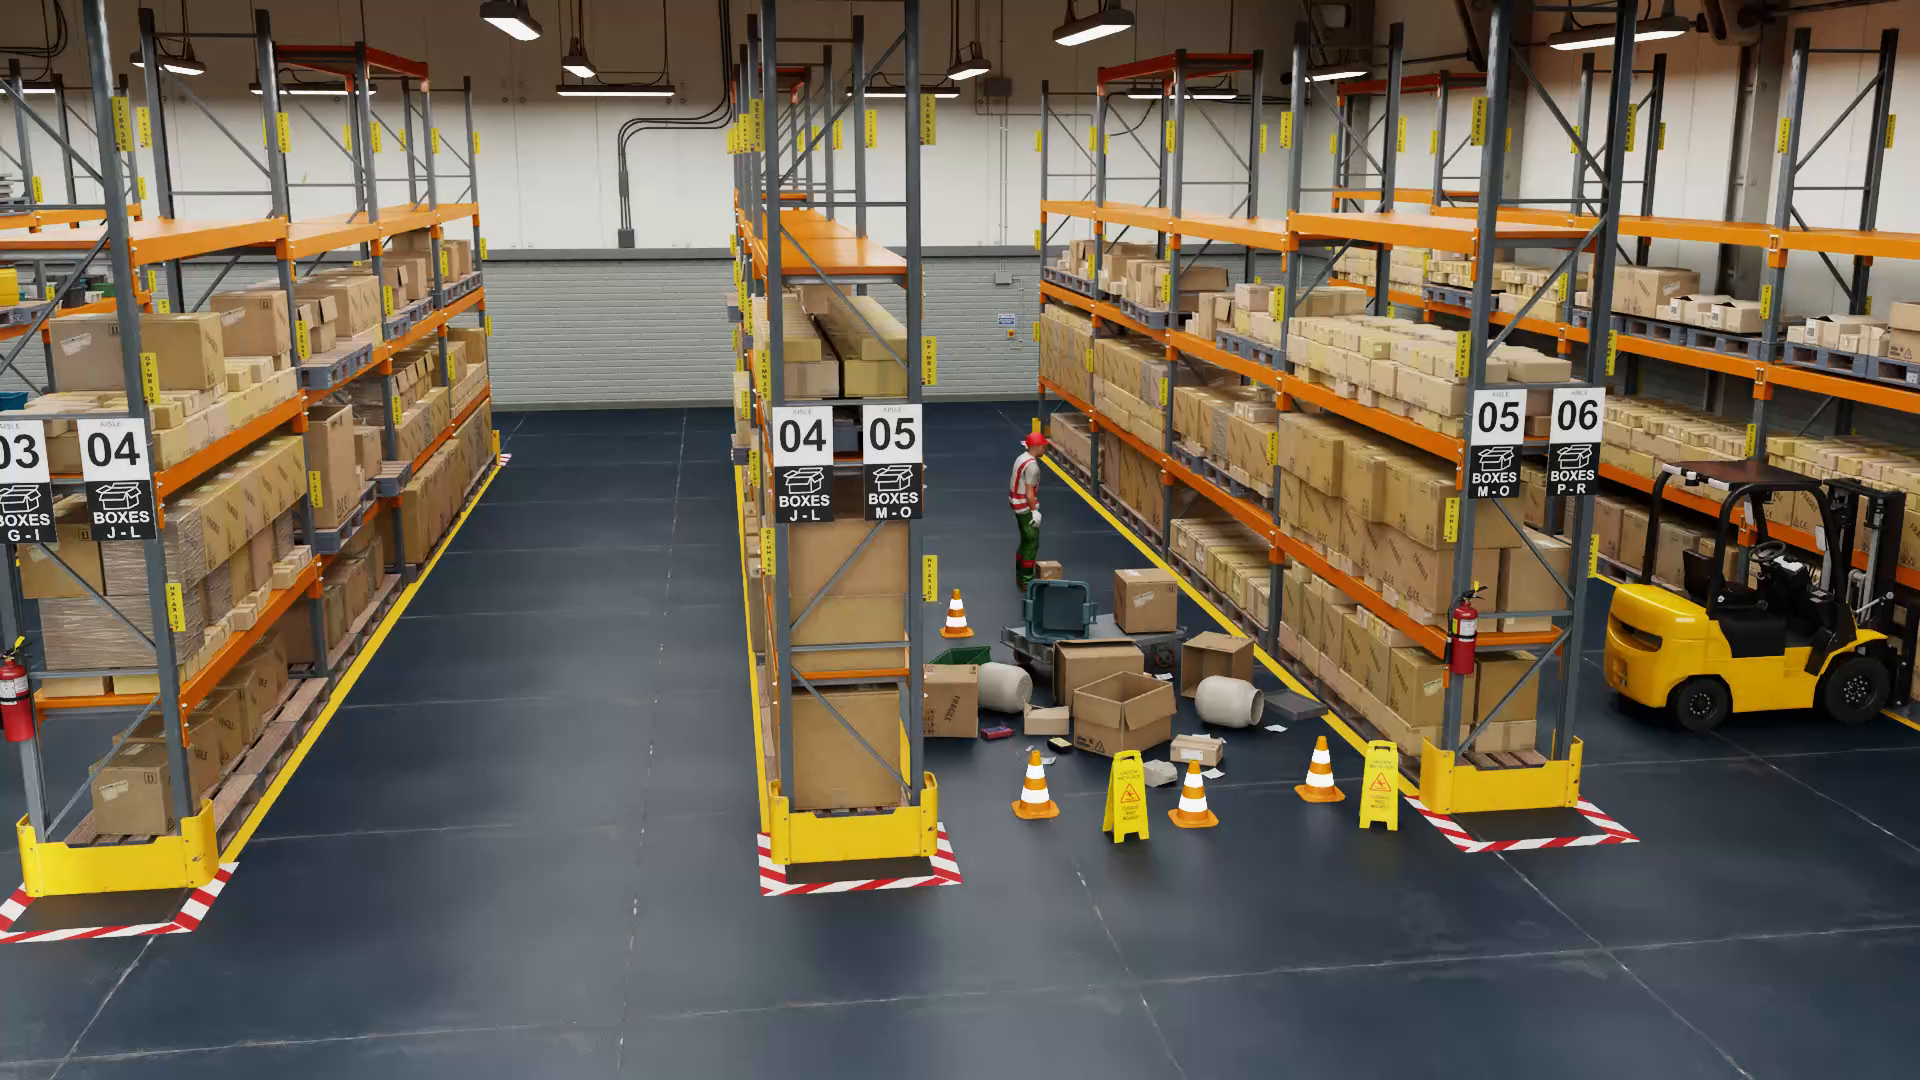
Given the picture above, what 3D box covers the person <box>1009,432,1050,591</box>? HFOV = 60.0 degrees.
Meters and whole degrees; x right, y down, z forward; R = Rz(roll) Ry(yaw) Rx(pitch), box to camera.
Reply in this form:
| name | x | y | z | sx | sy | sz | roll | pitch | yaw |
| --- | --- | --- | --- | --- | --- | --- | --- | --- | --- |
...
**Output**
| name | x | y | z | sx | sy | sz | roll | pitch | yaw |
| --- | --- | --- | --- | --- | --- | --- | --- | --- | --- |
| person | 0.799 | -0.339 | 18.918 | 0.454 | 1.779 | 0.609 | -2 | 13 | -9 |
